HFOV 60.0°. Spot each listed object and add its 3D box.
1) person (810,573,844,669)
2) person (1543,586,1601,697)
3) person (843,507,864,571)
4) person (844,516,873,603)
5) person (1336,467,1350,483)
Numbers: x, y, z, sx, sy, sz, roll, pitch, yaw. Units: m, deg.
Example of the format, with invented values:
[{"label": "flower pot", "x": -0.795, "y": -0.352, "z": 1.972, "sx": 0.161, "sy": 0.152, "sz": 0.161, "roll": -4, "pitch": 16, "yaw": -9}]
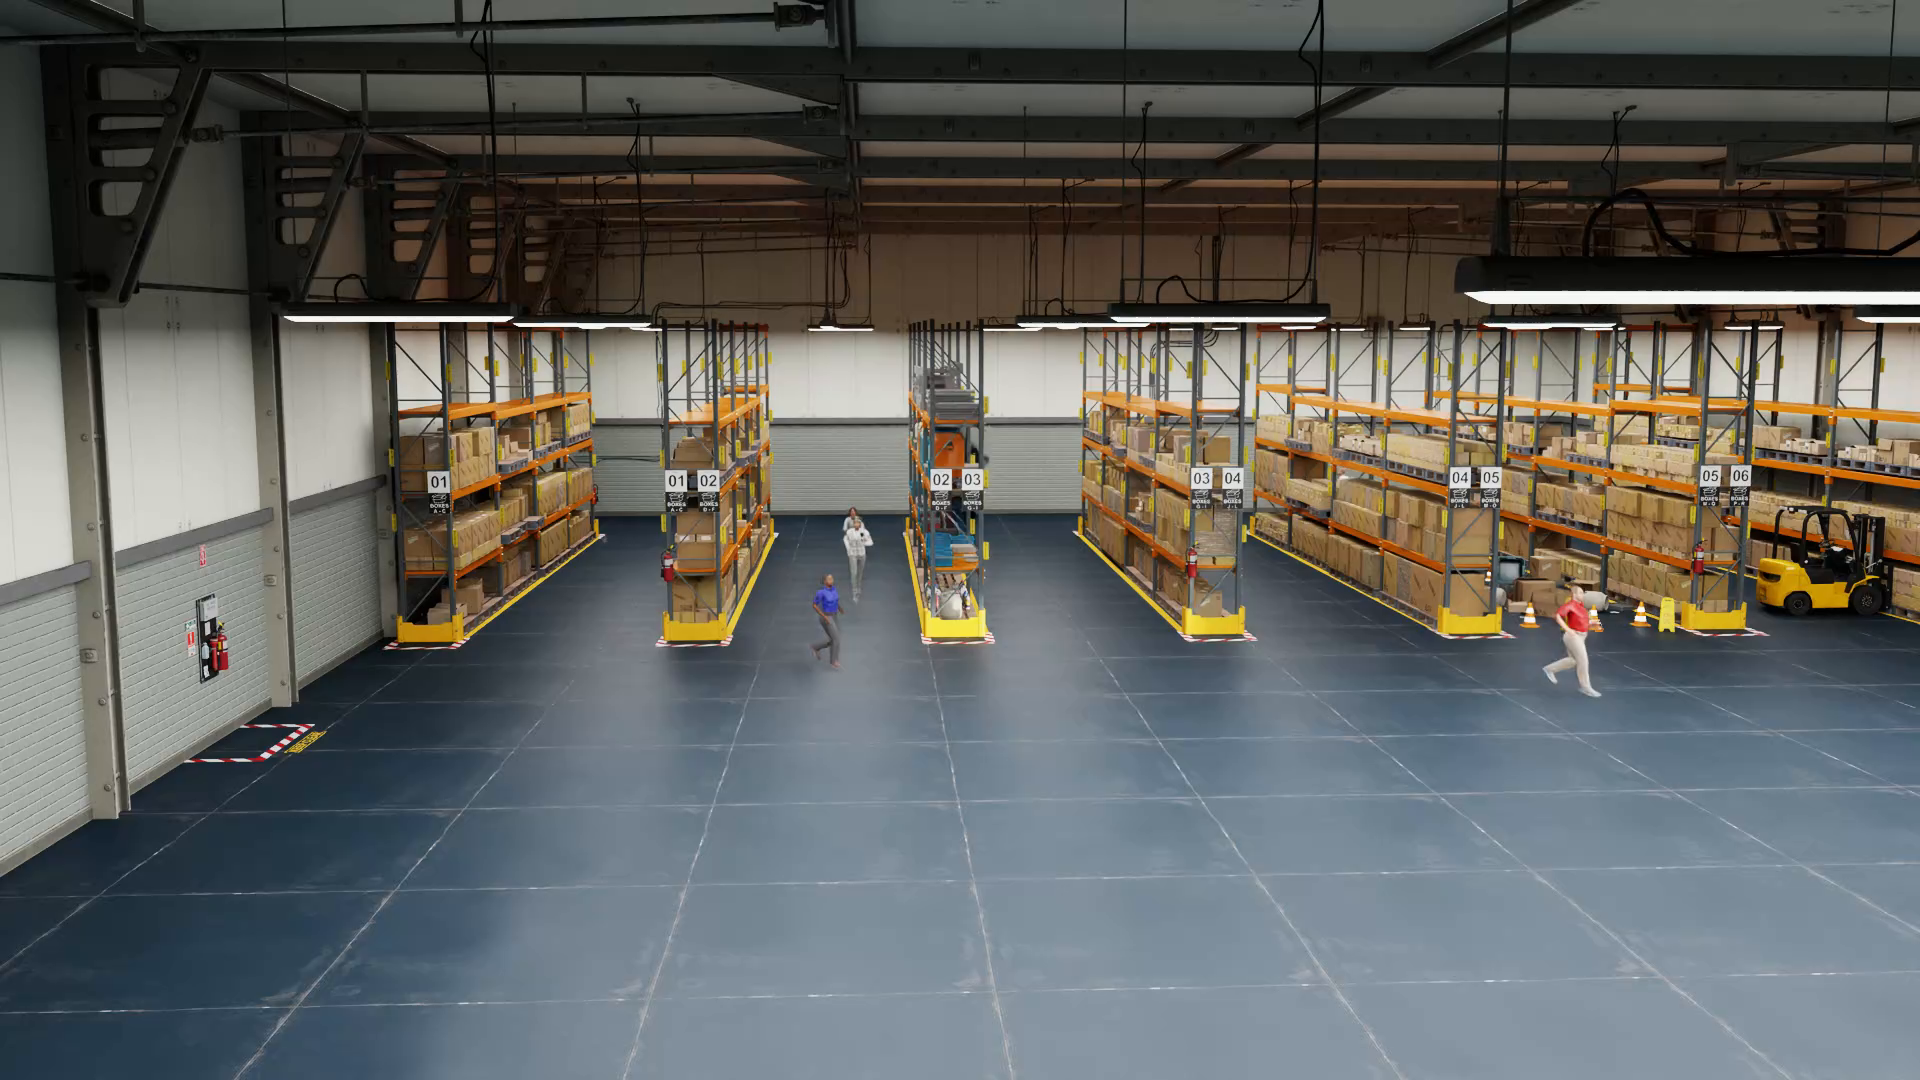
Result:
[{"label": "person", "x": -2.284, "y": 1.386, "z": 28.738, "sx": 0.651, "sy": 1.644, "sz": 0.576, "roll": 4, "pitch": 8, "yaw": 31}, {"label": "person", "x": 9.823, "y": 1.600, "z": 26.607, "sx": 0.927, "sy": 1.736, "sz": 0.664, "roll": 5, "pitch": 9, "yaw": 35}, {"label": "person", "x": -2.538, "y": -0.010, "z": 39.729, "sx": 0.514, "sy": 1.569, "sz": 0.708, "roll": -1, "pitch": 7, "yaw": -8}, {"label": "person", "x": -2.088, "y": 0.369, "z": 34.295, "sx": 0.585, "sy": 1.772, "sz": 0.743, "roll": -1, "pitch": 7, "yaw": -7}, {"label": "person", "x": 11.379, "y": -1.250, "z": 49.303, "sx": 1.041, "sy": 1.817, "sz": 0.726, "roll": 0, "pitch": 7, "yaw": -3}]
